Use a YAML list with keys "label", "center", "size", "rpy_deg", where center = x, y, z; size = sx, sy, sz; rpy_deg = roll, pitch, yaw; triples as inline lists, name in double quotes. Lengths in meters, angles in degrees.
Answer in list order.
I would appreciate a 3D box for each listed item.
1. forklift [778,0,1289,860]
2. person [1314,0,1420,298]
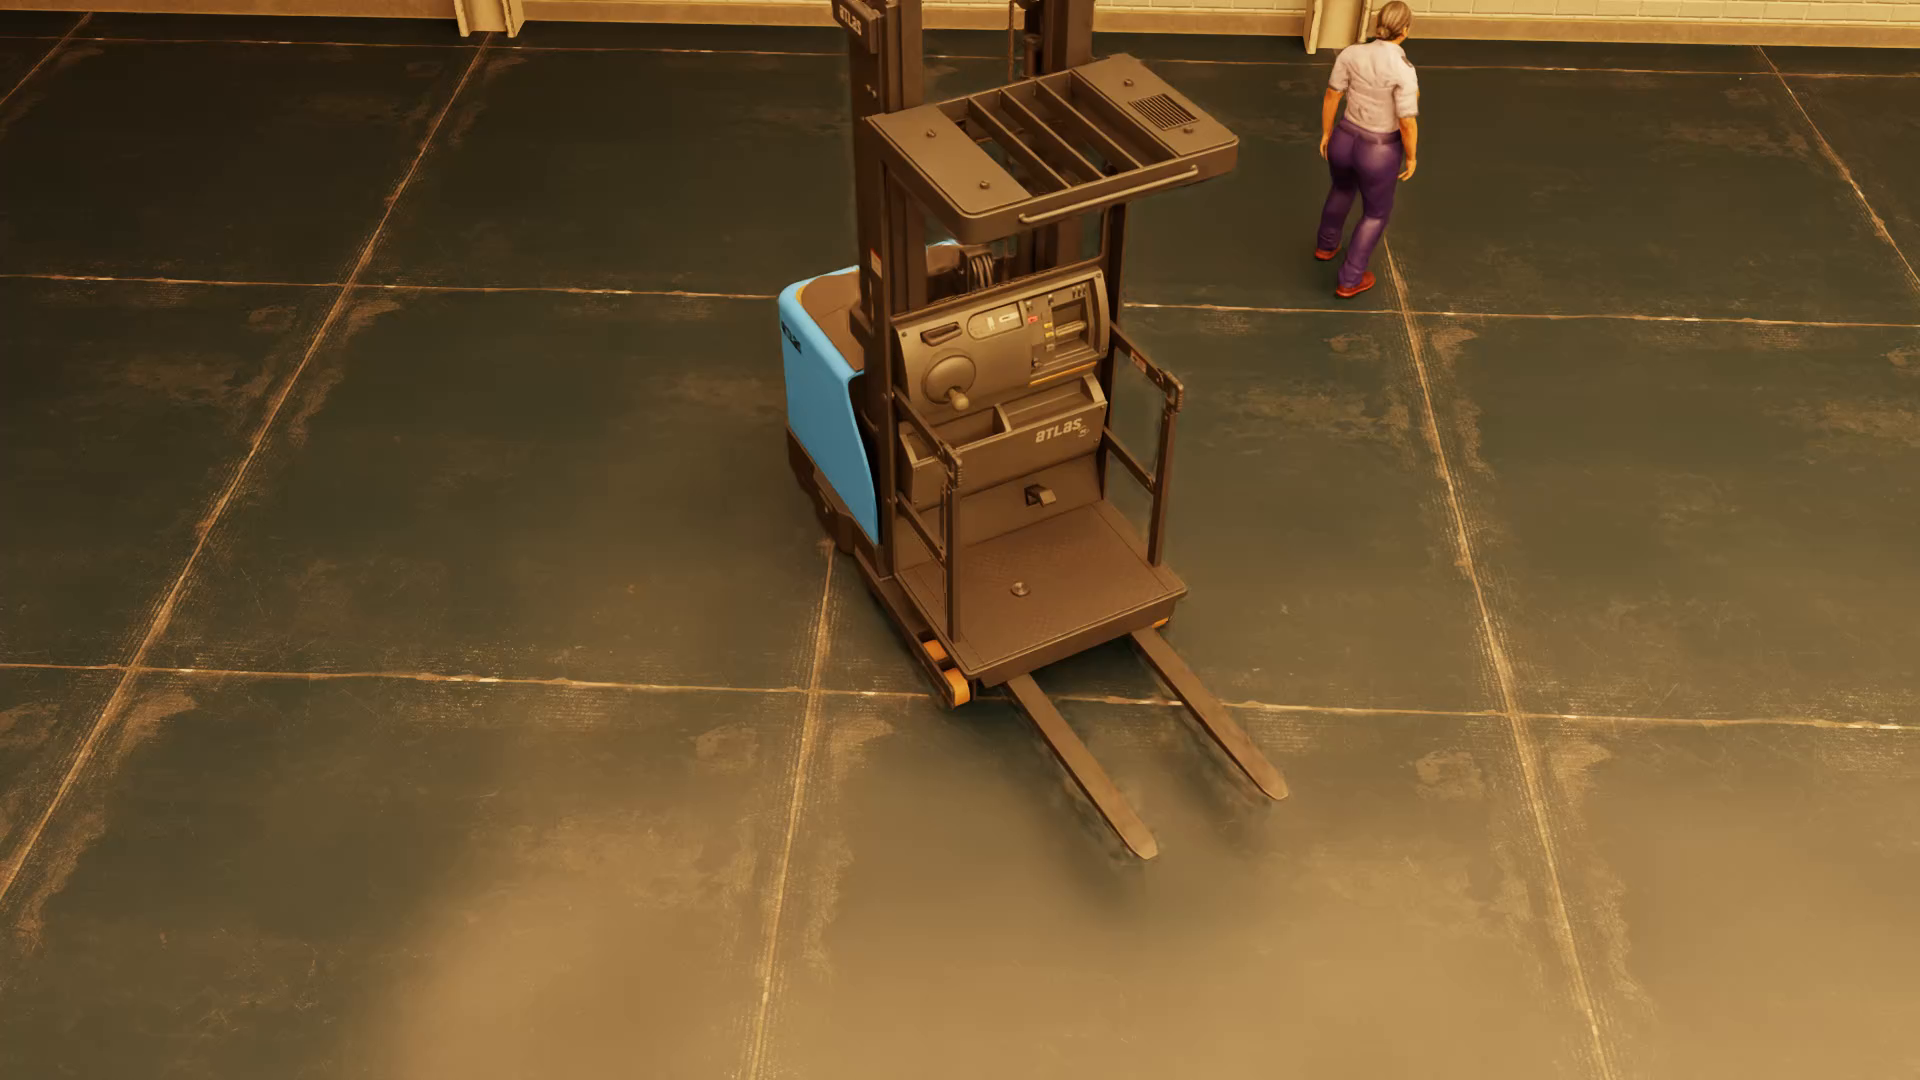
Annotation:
- label: "forklift"
  center: [0.286, -0.719, 6.530]
  size: [1.130, 2.935, 3.031]
  rpy_deg: [-20, 46, -20]
- label: "person"
  center: [2.237, -2.136, 9.072]
  size: [0.492, 1.678, 0.581]
  rpy_deg: [-33, 52, -31]
